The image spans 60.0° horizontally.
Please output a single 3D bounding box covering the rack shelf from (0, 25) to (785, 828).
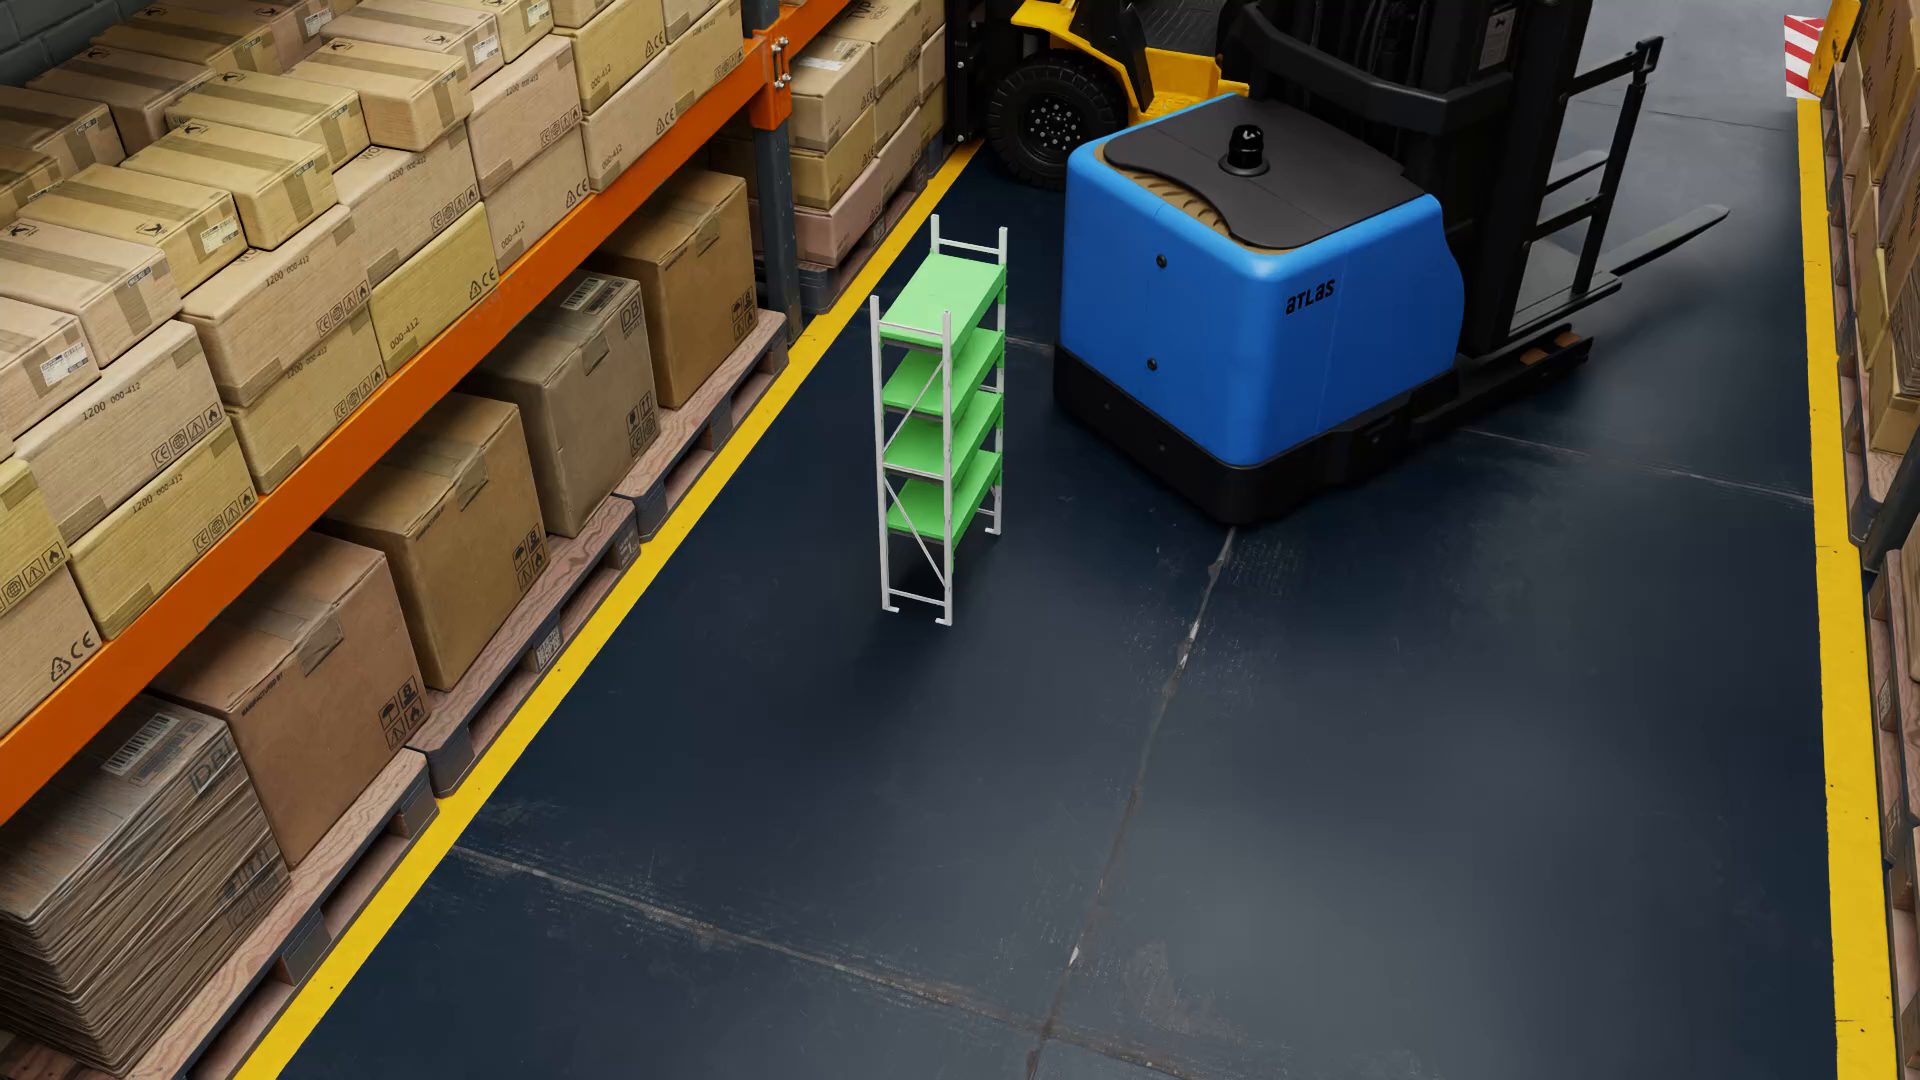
[{"bbox_3d":[-1.809,-0.564,4.654,1.077,0.370,4.000,13,42,15],"label":"rack shelf"}]

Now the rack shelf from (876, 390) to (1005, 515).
[{"bbox_3d":[-0.057,-0.307,5.284,0.258,0.148,0.480,13,42,15],"label":"rack shelf"}]

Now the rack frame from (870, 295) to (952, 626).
[{"bbox_3d":[-0.140,-0.207,5.068,0.240,1.200,0.015,13,42,15],"label":"rack frame"}]

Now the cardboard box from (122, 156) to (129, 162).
[{"bbox_3d":[-2.075,-1.009,4.352,0.500,0.250,0.500,13,42,14],"label":"cardboard box"}]

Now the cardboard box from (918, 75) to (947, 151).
[{"bbox_3d":[-0.329,-2.023,7.605,0.500,0.250,0.500,14,42,16],"label":"cardboard box"}]

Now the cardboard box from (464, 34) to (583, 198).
[{"bbox_3d":[-1.403,-1.209,4.586,0.500,0.250,0.500,14,42,16],"label":"cardboard box"}]

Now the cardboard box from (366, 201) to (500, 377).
[{"bbox_3d":[-1.587,-0.715,4.392,0.500,0.250,0.500,15,43,16],"label":"cardboard box"}]

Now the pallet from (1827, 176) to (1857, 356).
[{"bbox_3d":[4.152,-1.061,6.832,1.003,0.211,1.213,13,42,15],"label":"pallet"}]

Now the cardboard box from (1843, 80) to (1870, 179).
[{"bbox_3d":[4.191,-1.771,7.310,0.500,0.250,0.500,15,43,17],"label":"cardboard box"}]

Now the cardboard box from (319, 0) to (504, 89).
[{"bbox_3d":[-1.443,-1.299,4.384,0.380,0.149,0.250,14,42,15],"label":"cardboard box"}]

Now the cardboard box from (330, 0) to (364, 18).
[{"bbox_3d":[-1.851,-1.565,4.696,0.380,0.149,0.250,13,42,15],"label":"cardboard box"}]

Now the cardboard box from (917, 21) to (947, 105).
[{"bbox_3d":[-0.317,-2.200,7.427,0.500,0.250,0.500,13,42,15],"label":"cardboard box"}]

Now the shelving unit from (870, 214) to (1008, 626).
[{"bbox_3d":[-0.057,-0.355,5.242,0.258,1.200,0.503,13,42,15],"label":"shelving unit"}]

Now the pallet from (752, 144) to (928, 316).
[{"bbox_3d":[-0.814,-1.473,7.313,1.003,0.211,1.213,13,42,15],"label":"pallet"}]

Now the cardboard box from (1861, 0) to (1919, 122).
[{"bbox_3d":[4.190,-2.032,7.038,0.500,0.500,0.500,12,42,13],"label":"cardboard box"}]

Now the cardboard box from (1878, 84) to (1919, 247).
[{"bbox_3d":[3.836,-1.400,6.297,0.500,0.500,0.500,15,43,17],"label":"cardboard box"}]

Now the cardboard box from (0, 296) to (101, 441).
[{"bbox_3d":[-1.954,-0.357,3.281,0.380,0.149,0.250,14,43,16],"label":"cardboard box"}]

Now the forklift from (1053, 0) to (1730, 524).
[{"bbox_3d":[1.843,-1.941,5.766,3.031,2.935,1.130,-25,47,-27],"label":"forklift"}]

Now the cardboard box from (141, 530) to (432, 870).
[{"bbox_3d":[-2.051,0.348,4.537,0.875,0.625,0.625,15,43,16],"label":"cardboard box"}]

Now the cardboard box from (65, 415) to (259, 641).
[{"bbox_3d":[-1.935,-0.083,3.652,0.500,0.250,0.500,12,42,14],"label":"cardboard box"}]

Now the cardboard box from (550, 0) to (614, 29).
[{"bbox_3d":[-1.203,-1.596,4.733,0.380,0.149,0.250,12,42,14],"label":"cardboard box"}]

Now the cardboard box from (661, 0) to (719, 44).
[{"bbox_3d":[-1.053,-1.834,5.319,0.500,0.250,0.500,12,42,14],"label":"cardboard box"}]

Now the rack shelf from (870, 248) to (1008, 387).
[{"bbox_3d":[-0.057,-0.672,4.972,0.258,0.148,0.480,13,42,15],"label":"rack shelf"}]

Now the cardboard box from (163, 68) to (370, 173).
[{"bbox_3d":[-1.678,-1.001,4.036,0.380,0.149,0.250,13,42,15],"label":"cardboard box"}]

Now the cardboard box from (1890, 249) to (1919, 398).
[{"bbox_3d":[3.490,-0.778,5.568,0.500,0.500,0.500,13,42,14],"label":"cardboard box"}]

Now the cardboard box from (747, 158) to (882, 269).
[{"bbox_3d":[-0.649,-1.393,6.866,0.500,0.250,0.500,14,42,16],"label":"cardboard box"}]

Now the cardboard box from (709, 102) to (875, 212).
[{"bbox_3d":[-0.670,-1.588,6.710,0.500,0.250,0.500,13,42,15],"label":"cardboard box"}]

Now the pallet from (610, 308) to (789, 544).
[{"bbox_3d":[-1.341,-0.539,6.219,1.003,0.211,1.213,13,42,15],"label":"pallet"}]

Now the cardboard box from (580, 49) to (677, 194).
[{"bbox_3d":[-1.219,-1.327,5.110,0.500,0.250,0.500,13,42,15],"label":"cardboard box"}]

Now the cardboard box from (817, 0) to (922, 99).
[{"bbox_3d":[-0.481,-2.087,6.909,0.500,0.250,0.500,13,42,15],"label":"cardboard box"}]

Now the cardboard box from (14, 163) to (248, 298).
[{"bbox_3d":[-1.818,-0.679,3.658,0.380,0.149,0.250,14,42,16],"label":"cardboard box"}]

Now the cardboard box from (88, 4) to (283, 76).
[{"bbox_3d":[-2.012,-1.256,4.334,0.380,0.149,0.250,14,42,15],"label":"cardboard box"}]

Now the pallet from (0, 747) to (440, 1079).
[{"bbox_3d":[-2.175,0.949,4.474,1.003,0.211,1.213,13,42,15],"label":"pallet"}]

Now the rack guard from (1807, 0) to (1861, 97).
[{"bbox_3d":[4.882,-2.401,8.179,1.175,0.500,0.348,13,42,15],"label":"rack guard"}]

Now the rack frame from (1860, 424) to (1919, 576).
[{"bbox_3d":[3.540,-0.958,4.562,1.000,3.000,0.127,13,42,15],"label":"rack frame"}]

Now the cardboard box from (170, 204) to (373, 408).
[{"bbox_3d":[-1.744,-0.588,3.858,0.500,0.250,0.500,12,42,14],"label":"cardboard box"}]

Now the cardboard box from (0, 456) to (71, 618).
[{"bbox_3d":[-2.088,0.038,3.125,0.500,0.250,0.500,13,42,15],"label":"cardboard box"}]

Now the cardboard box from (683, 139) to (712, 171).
[{"bbox_3d":[-1.151,-1.704,6.846,0.500,0.250,0.500,12,42,14],"label":"cardboard box"}]

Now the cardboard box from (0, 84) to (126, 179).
[{"bbox_3d":[-2.254,-0.953,3.979,0.380,0.149,0.250,13,42,14],"label":"cardboard box"}]

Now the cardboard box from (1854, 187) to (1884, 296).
[{"bbox_3d":[3.841,-1.128,6.556,0.500,0.250,0.500,14,42,16],"label":"cardboard box"}]

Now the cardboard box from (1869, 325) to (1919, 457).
[{"bbox_3d":[3.490,-0.492,5.811,0.500,0.250,0.500,15,43,17],"label":"cardboard box"}]

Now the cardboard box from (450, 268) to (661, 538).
[{"bbox_3d":[-1.566,-0.522,5.556,0.875,0.625,0.625,13,42,15],"label":"cardboard box"}]

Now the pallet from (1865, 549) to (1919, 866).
[{"bbox_3d":[3.275,0.578,4.910,1.003,0.211,1.213,13,42,15],"label":"pallet"}]

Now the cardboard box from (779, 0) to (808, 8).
[{"bbox_3d":[-0.728,-2.308,6.067,0.500,0.500,0.500,12,42,14],"label":"cardboard box"}]
